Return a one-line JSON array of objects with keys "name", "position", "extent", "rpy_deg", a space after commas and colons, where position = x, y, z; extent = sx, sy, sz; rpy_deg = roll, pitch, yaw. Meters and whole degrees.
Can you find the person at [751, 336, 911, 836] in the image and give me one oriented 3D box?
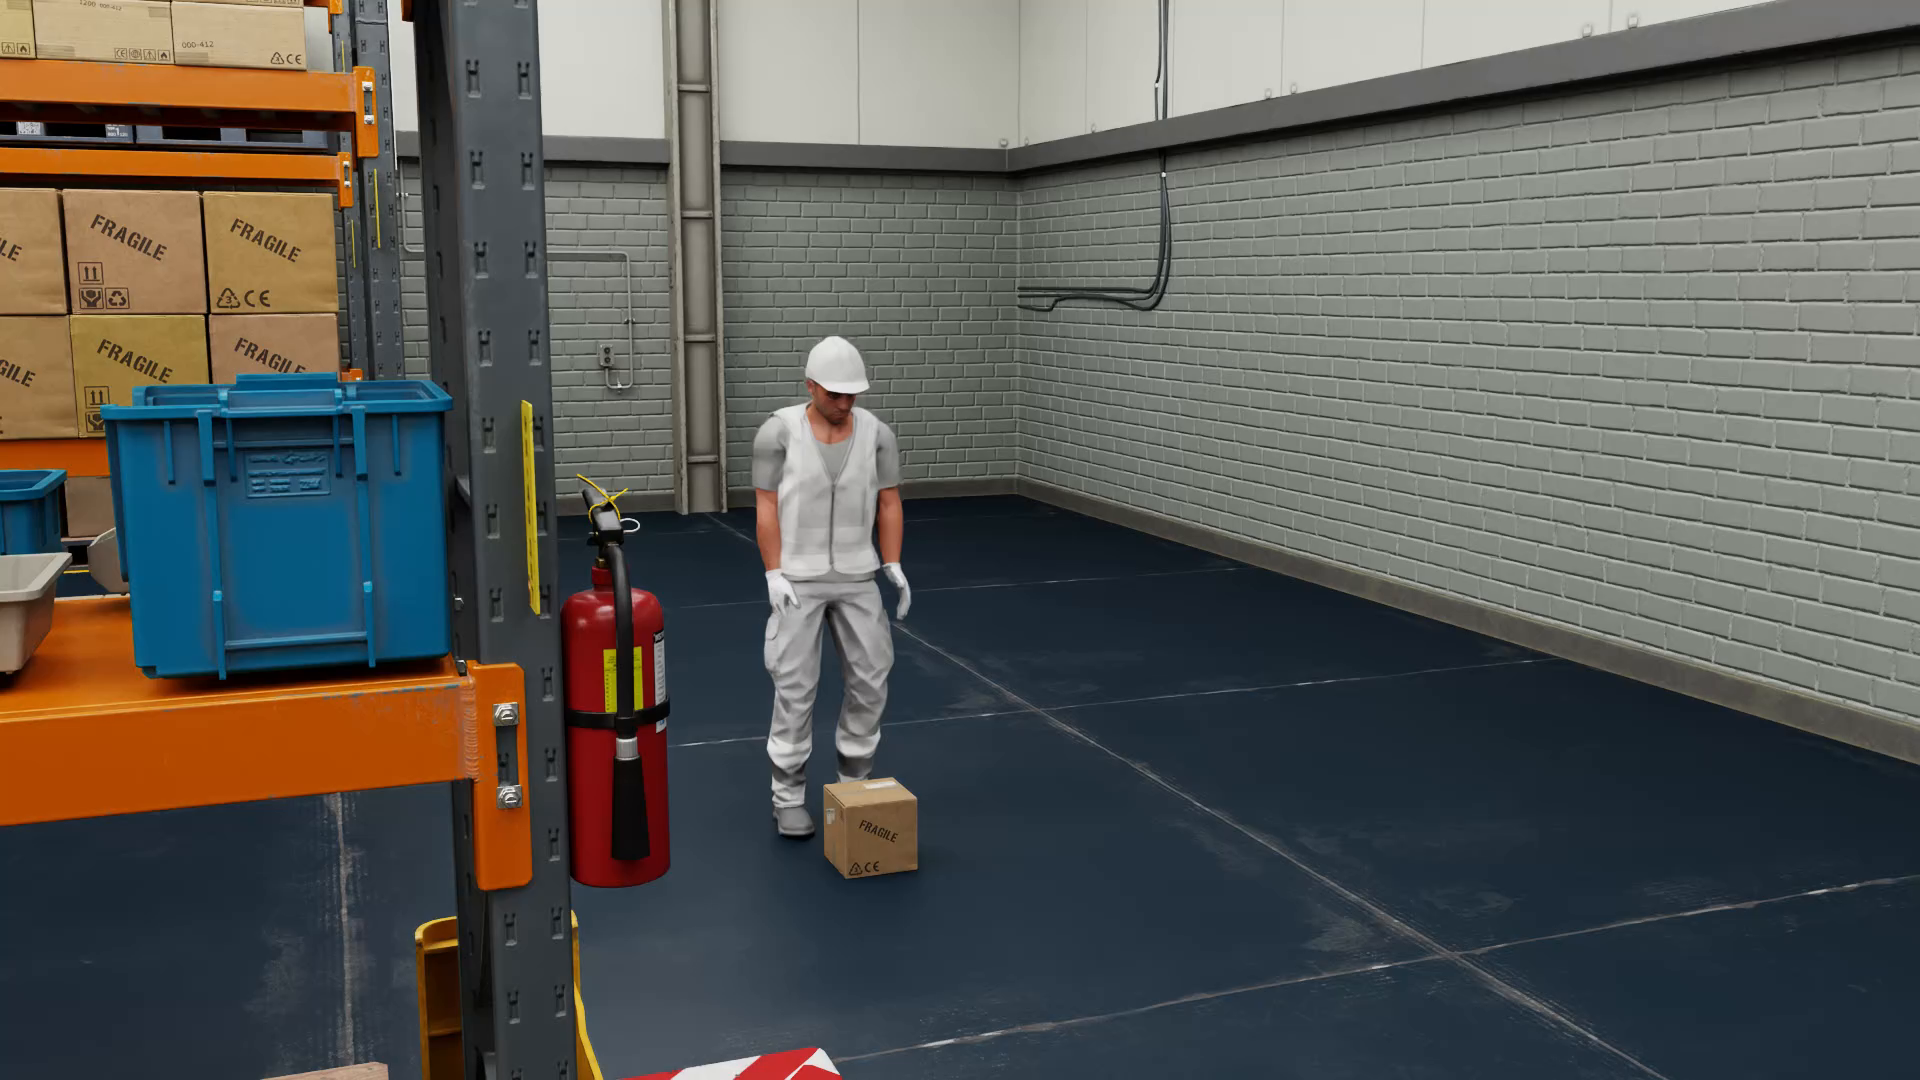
[{"name": "person", "position": [-0.449, 0.159, 5.875], "extent": [0.538, 1.751, 0.428], "rpy_deg": [-3, 9, -20]}]
